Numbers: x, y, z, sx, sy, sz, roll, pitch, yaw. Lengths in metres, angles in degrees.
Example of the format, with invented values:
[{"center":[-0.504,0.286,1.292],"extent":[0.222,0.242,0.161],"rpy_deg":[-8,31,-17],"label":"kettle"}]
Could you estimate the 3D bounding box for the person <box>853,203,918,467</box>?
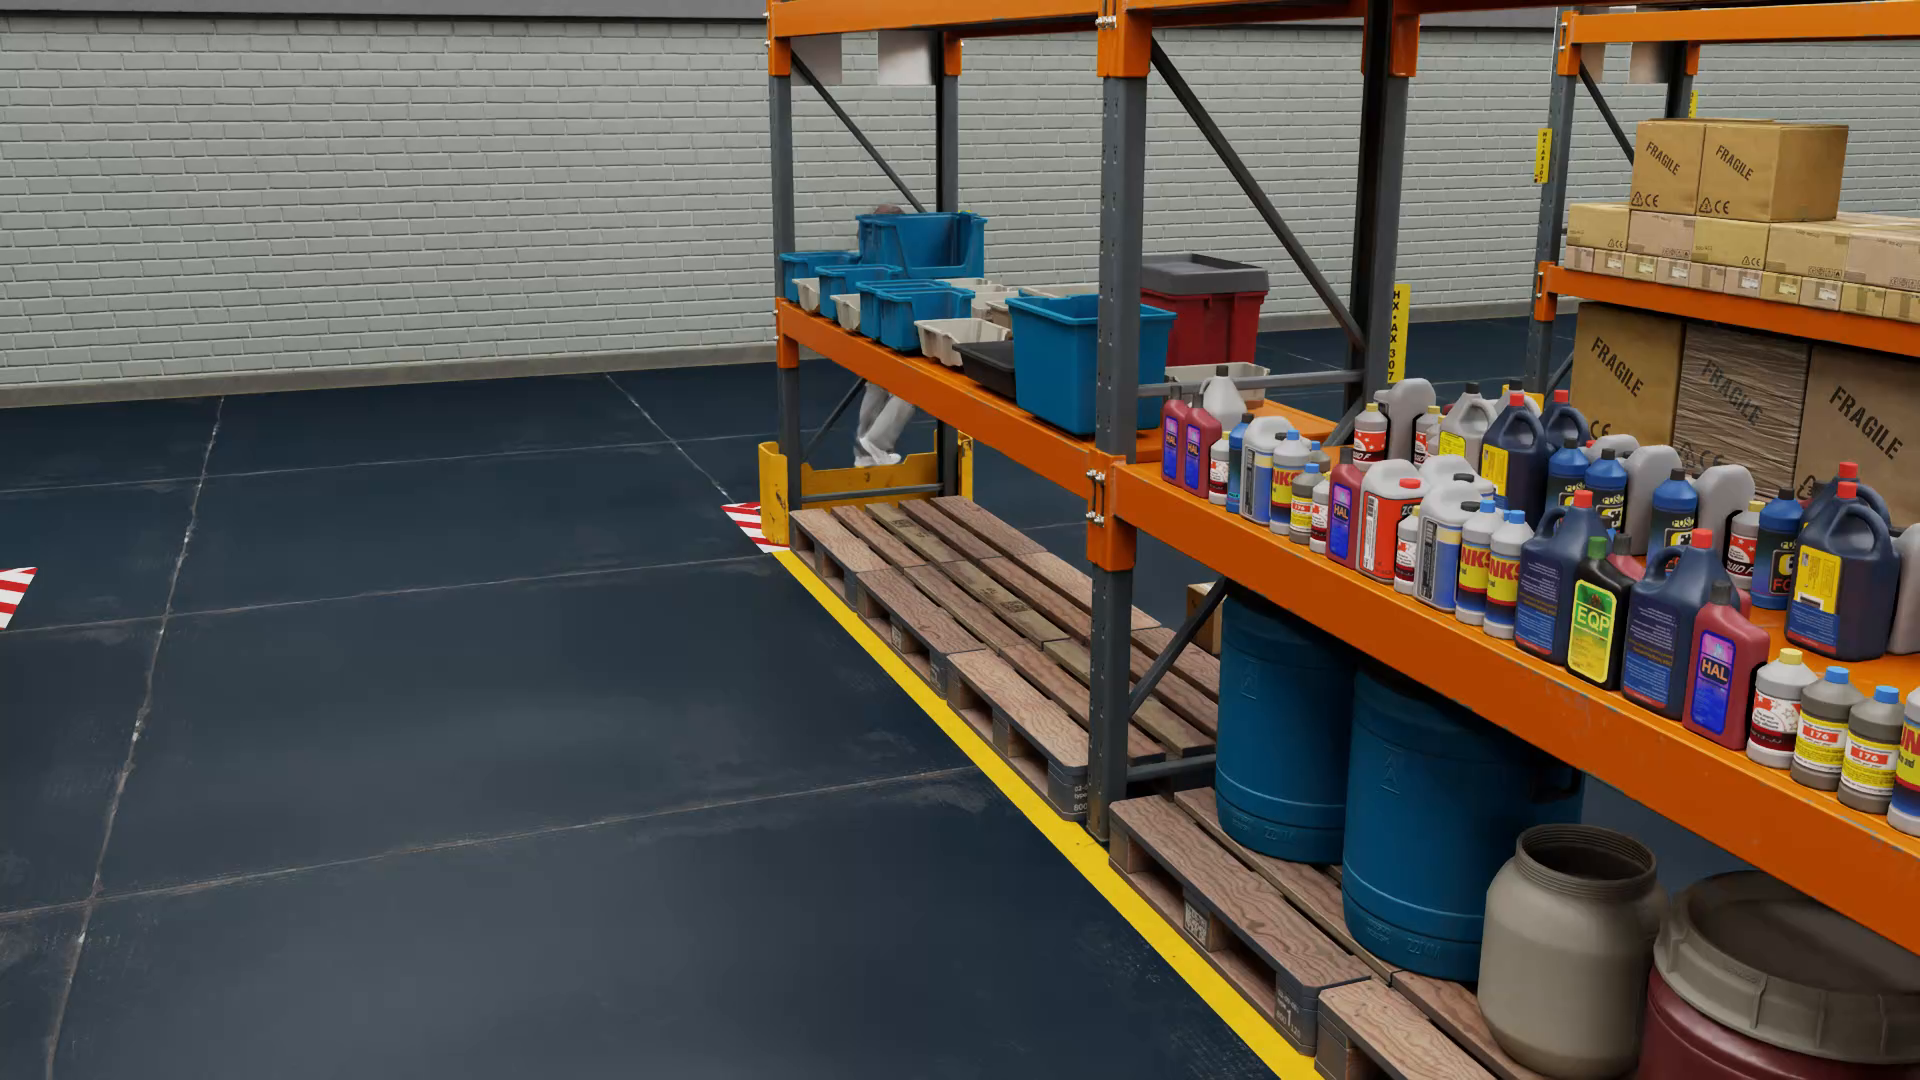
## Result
[{"center":[-0.450,-1.248,10.415],"extent":[0.433,1.693,0.487],"rpy_deg":[-4,16,-13],"label":"person"}]
